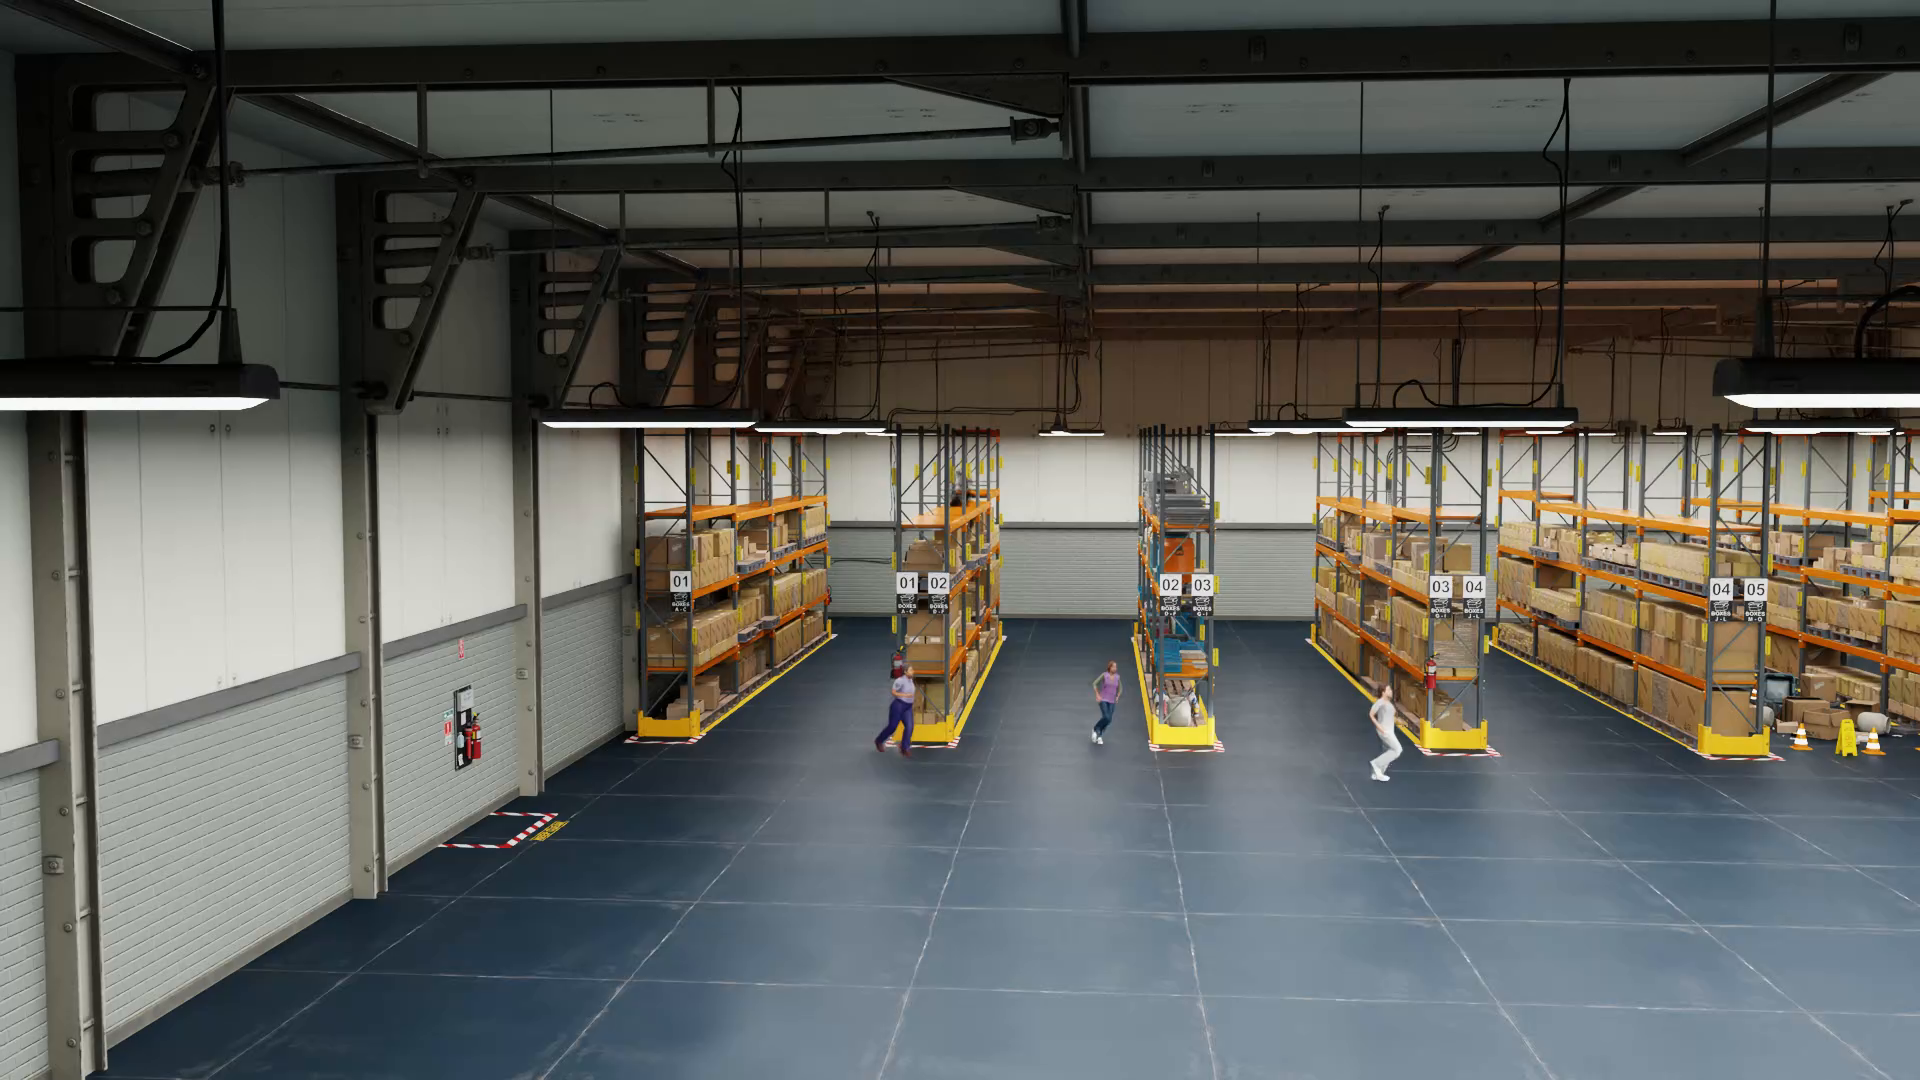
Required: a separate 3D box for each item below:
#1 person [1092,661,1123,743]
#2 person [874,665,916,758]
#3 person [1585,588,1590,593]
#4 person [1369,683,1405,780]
[{"bbox_3d":[2.770,3.047,31.179,0.544,1.547,0.509,-1,4,-20],"label":"person"},{"bbox_3d":[-1.051,3.082,30.189,0.888,1.636,0.646,3,5,41],"label":"person"},{"bbox_3d":[17.048,2.149,45.195,0.639,1.669,0.623,0,3,-4],"label":"person"},{"bbox_3d":[7.149,3.208,27.771,0.565,1.629,0.550,2,4,29],"label":"person"}]
